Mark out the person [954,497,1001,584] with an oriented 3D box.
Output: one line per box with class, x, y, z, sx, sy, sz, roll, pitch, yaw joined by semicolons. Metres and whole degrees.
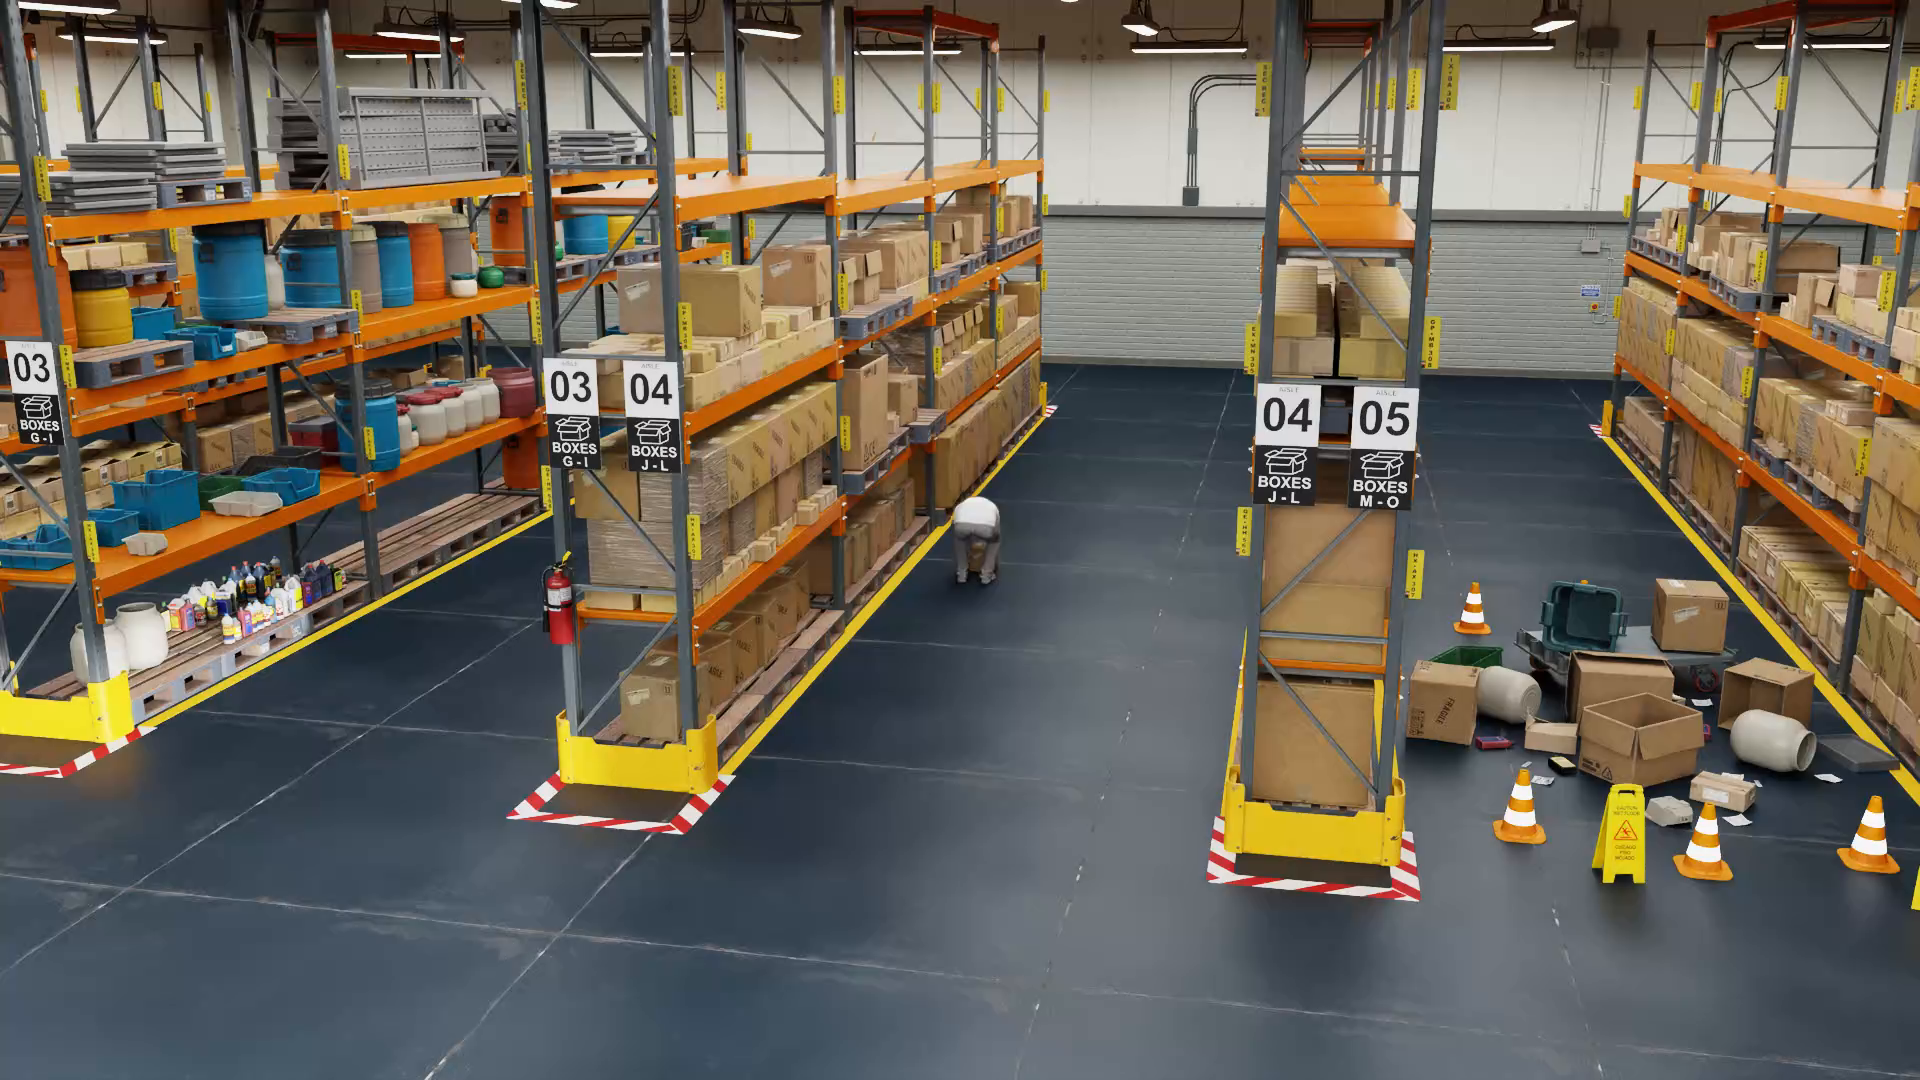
person;0.191;-0.052;17.894;0.520;0.916;1.001;2;15;9
